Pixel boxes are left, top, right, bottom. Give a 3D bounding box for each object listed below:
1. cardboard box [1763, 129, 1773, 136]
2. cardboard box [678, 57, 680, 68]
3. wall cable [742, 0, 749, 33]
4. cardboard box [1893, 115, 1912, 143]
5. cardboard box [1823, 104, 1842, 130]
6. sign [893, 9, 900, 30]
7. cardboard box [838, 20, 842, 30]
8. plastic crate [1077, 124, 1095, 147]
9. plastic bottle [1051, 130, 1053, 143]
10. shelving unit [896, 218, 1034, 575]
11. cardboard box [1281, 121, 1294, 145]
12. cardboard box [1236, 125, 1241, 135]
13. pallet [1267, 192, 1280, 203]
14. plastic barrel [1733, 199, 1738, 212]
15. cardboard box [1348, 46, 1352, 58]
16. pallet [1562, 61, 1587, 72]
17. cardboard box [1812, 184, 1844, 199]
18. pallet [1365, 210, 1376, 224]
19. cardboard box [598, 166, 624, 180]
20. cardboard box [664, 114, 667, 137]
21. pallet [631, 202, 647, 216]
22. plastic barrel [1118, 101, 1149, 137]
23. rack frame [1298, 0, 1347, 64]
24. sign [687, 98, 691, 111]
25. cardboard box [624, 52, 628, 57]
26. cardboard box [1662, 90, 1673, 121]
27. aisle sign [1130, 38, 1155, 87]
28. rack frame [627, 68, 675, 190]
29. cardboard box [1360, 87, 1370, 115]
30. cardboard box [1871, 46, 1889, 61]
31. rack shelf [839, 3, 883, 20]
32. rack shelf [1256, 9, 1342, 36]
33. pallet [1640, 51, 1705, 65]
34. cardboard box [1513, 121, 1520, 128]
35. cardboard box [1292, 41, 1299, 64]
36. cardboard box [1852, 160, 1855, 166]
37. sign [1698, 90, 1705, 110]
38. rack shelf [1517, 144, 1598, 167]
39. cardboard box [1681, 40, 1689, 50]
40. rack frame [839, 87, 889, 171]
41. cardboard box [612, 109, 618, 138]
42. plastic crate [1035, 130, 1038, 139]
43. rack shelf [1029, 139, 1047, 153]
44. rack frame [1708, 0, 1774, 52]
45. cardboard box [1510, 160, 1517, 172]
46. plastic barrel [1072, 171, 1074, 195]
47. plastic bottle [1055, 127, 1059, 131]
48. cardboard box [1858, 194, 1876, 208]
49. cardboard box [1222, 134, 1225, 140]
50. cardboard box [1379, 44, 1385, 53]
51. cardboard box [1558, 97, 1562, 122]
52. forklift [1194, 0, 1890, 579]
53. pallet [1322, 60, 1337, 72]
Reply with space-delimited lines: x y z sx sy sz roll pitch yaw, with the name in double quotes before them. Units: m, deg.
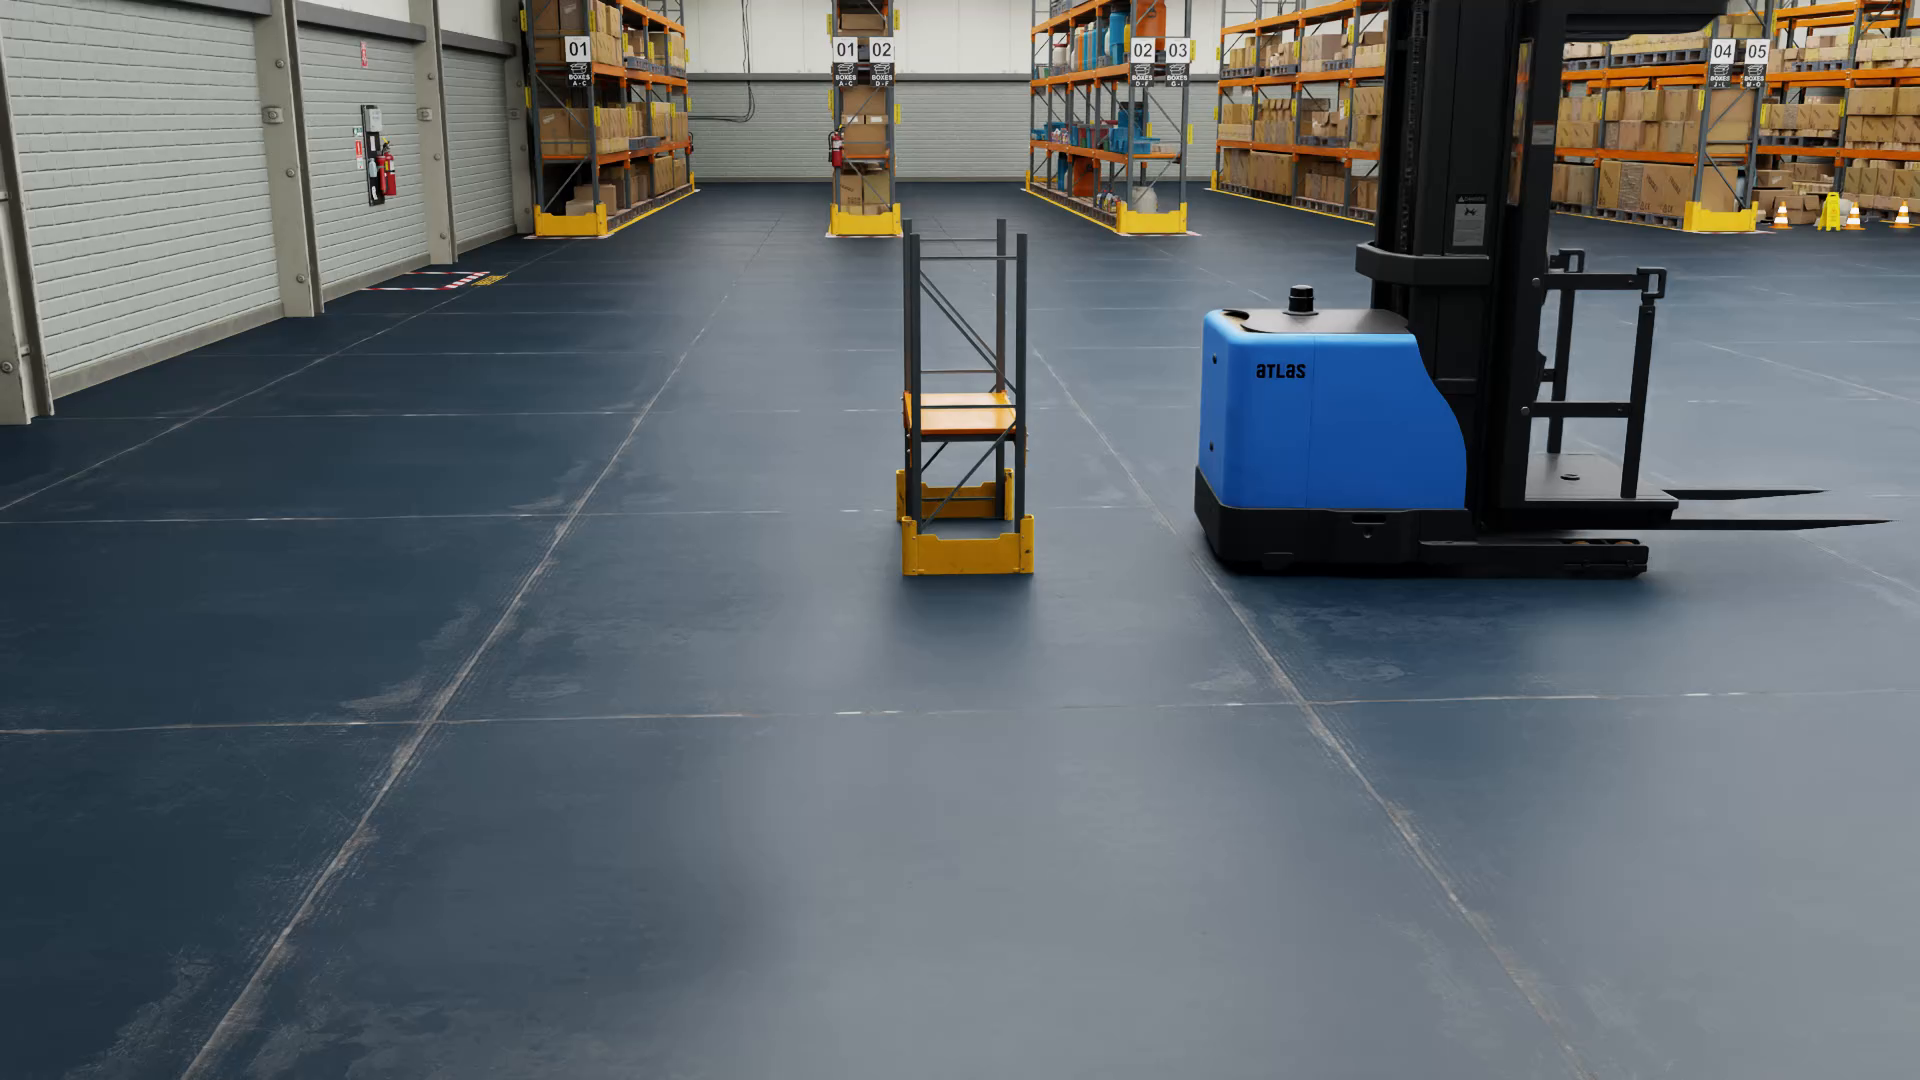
"cardboard box" 17.467 -8.742 35.645 0.380 0.149 0.250 -1 14 -3
"cardboard box" -7.156 -11.755 40.930 0.500 0.250 0.500 -1 14 -5
"wall cable" -4.830 -15.861 47.709 3.097 2.526 0.112 -1 14 -3
"cardboard box" 17.802 -7.662 30.986 0.500 0.500 0.500 -1 14 -3
"cardboard box" 17.671 -8.465 33.266 0.500 0.500 0.500 -1 14 -4
"sign" -1.047 -8.579 27.418 0.100 0.325 0.005 -1 14 -3
"cardboard box" -1.873 -9.015 29.694 0.797 0.503 0.637 1 14 3
"plastic crate" 2.642 -8.347 34.321 0.402 0.464 0.583 -1 14 -3
"plastic bottle" 2.196 -9.564 39.410 0.061 0.283 0.133 -1 14 -3
"shelving unit" 0.005 -0.707 7.766 0.587 1.500 1.083 -1 14 -3
"cardboard box" 7.487 -9.091 37.139 0.500 0.500 0.500 -1 14 -4
"cardboard box" 7.187 -10.227 41.459 0.500 0.250 0.500 -1 14 -2
"pallet" 7.744 -7.949 38.497 1.003 0.211 1.213 -1 14 -3
"plastic barrel" 14.596 -6.350 31.857 0.512 0.421 0.421 10 18 35
"cardboard box" 7.880 -9.628 32.834 0.396 0.266 0.258 0 14 -1
"pallet" 12.912 -9.775 34.356 1.003 0.211 1.213 0 14 -1
"cardboard box" 17.894 -7.019 33.717 0.950 0.372 0.625 -1 14 -3
"pallet" 8.194 -5.984 30.859 1.003 0.211 1.213 -1 14 -3
"cardboard box" -6.886 -7.233 32.748 0.500 0.250 0.500 -1 14 -5
"cardboard box" -6.945 -9.404 37.720 0.500 0.500 0.500 -1 14 -3
"pallet" -6.922 -6.723 33.731 1.003 0.211 1.213 -1 14 -3
"plastic barrel" 3.373 -8.072 32.372 0.600 0.901 0.708 -1 14 -3
"rack frame" 7.790 -11.705 35.459 1.000 3.000 0.127 -1 14 -3
"sign" -6.994 -11.240 42.893 0.100 0.325 0.005 -1 14 -3
"cardboard box" -6.824 -9.724 32.736 0.500 0.500 0.500 -1 14 -5
"cardboard box" 13.233 -7.827 29.957 0.875 0.550 0.550 -1 14 -3
"aisle sign" 3.051 -7.970 27.765 0.394 0.787 0.004 -1 14 -3
"rack frame" -7.289 -9.565 39.182 1.000 3.000 0.127 -1 14 -3
"cardboard box" 7.845 -8.241 31.233 0.500 0.500 0.500 -1 14 -3
"cardboard box" 17.724 -9.240 31.603 0.500 0.250 0.500 -1 14 -4
"rack shelf" -1.973 -10.513 33.075 1.077 0.370 4.000 -1 14 -3
"rack shelf" 7.666 -11.660 37.532 1.077 0.370 4.000 -1 14 -3
"pallet" 13.108 -8.760 30.210 1.003 0.211 1.213 -1 14 -3
"cardboard box" 12.262 -9.193 36.799 0.380 0.149 0.250 -1 14 -2
"cardboard box" 7.681 -10.656 36.353 0.797 0.503 0.637 0 14 0
"cardboard box" 22.144 -9.238 40.785 0.380 0.149 0.250 0 14 -1
"sign" 12.700 -7.532 28.481 0.100 0.325 0.005 -1 14 -3
"rack shelf" 12.871 -8.005 34.563 1.077 0.370 4.000 -1 14 -3
"cardboard box" 12.853 -8.648 29.059 0.380 0.149 0.250 -1 14 -3
"rack frame" -1.849 -7.653 31.750 1.000 3.000 0.127 -1 14 -3
"cardboard box" -6.365 -7.384 29.461 0.500 0.500 0.500 0 14 -2
"plastic crate" 2.120 -10.267 42.125 0.416 0.233 0.300 -1 14 -3
"rack shelf" 2.475 -9.867 41.799 1.077 0.370 4.000 -1 14 -3
"rack frame" 13.243 -9.767 27.926 1.000 3.000 0.127 -1 14 -3
"cardboard box" 12.443 -8.373 37.218 0.500 0.250 0.500 -1 14 -5
"plastic barrel" 2.675 -7.982 37.180 0.421 0.512 0.421 0 14 0
"plastic bottle" 2.300 -9.591 39.383 0.144 0.351 0.185 -1 14 -3
"cardboard box" 17.741 -6.546 32.123 0.500 0.250 0.500 0 14 0
"cardboard box" 7.021 -10.447 43.112 0.380 0.149 0.250 -1 14 -5
"cardboard box" 7.869 -8.969 30.345 0.380 0.149 0.250 -1 14 -5
"cardboard box" 12.832 -9.018 34.851 0.700 0.500 0.500 -1 14 -4
"forklift" 2.676 -1.380 7.508 3.031 2.935 1.130 0 14 1
"pallet" 8.039 -9.580 33.595 1.213 0.211 1.003 -1 14 -3
